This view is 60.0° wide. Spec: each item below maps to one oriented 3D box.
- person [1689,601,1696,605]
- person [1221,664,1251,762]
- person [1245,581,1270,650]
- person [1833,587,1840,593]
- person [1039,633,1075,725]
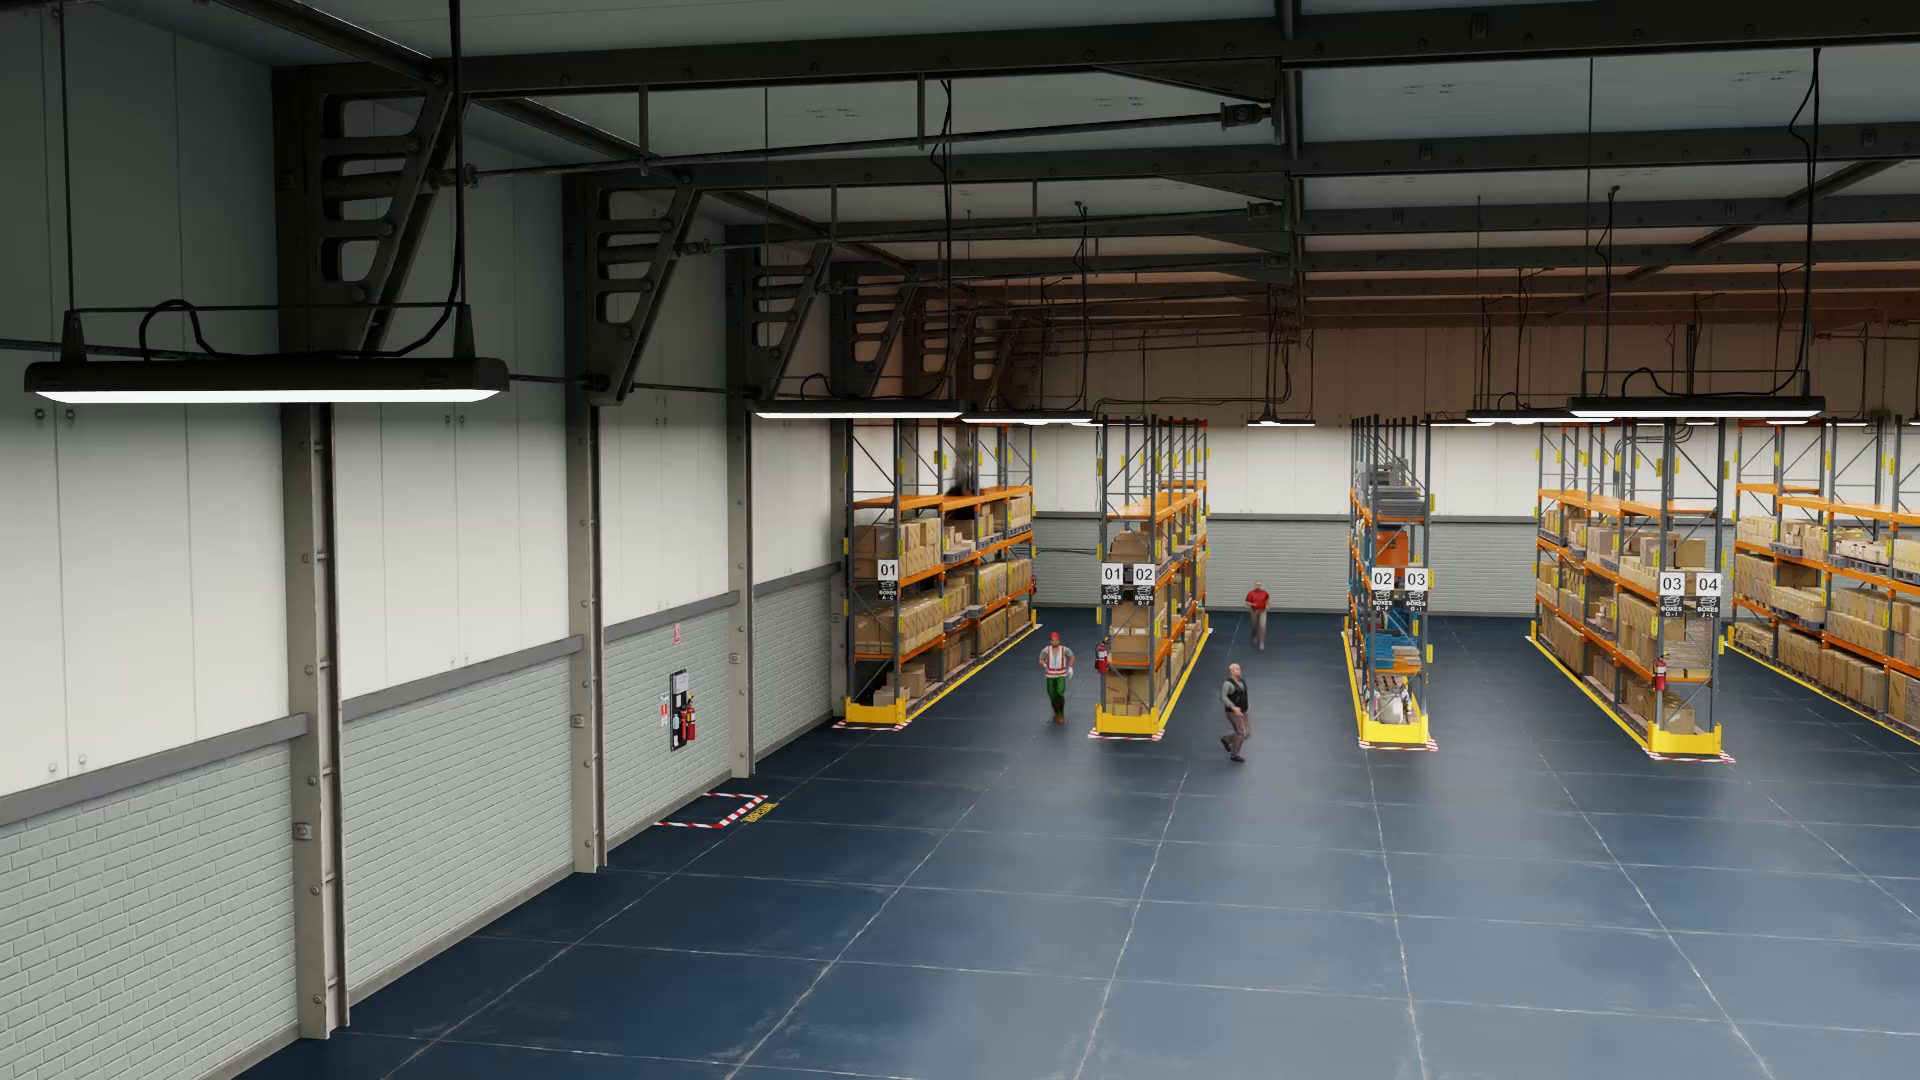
[{"bbox_3d":[19.098,1.951,44.072,0.741,1.685,0.544,2,4,29],"label":"person"},{"bbox_3d":[4.743,2.973,28.750,0.544,1.691,0.661,3,5,41],"label":"person"},{"bbox_3d":[7.807,1.960,43.580,0.660,1.741,0.969,0,4,4],"label":"person"},{"bbox_3d":[22.497,2.055,42.621,0.588,1.699,0.839,1,4,11],"label":"person"},{"bbox_3d":[1.870,2.681,32.400,0.671,1.779,0.786,1,4,12],"label":"person"}]
